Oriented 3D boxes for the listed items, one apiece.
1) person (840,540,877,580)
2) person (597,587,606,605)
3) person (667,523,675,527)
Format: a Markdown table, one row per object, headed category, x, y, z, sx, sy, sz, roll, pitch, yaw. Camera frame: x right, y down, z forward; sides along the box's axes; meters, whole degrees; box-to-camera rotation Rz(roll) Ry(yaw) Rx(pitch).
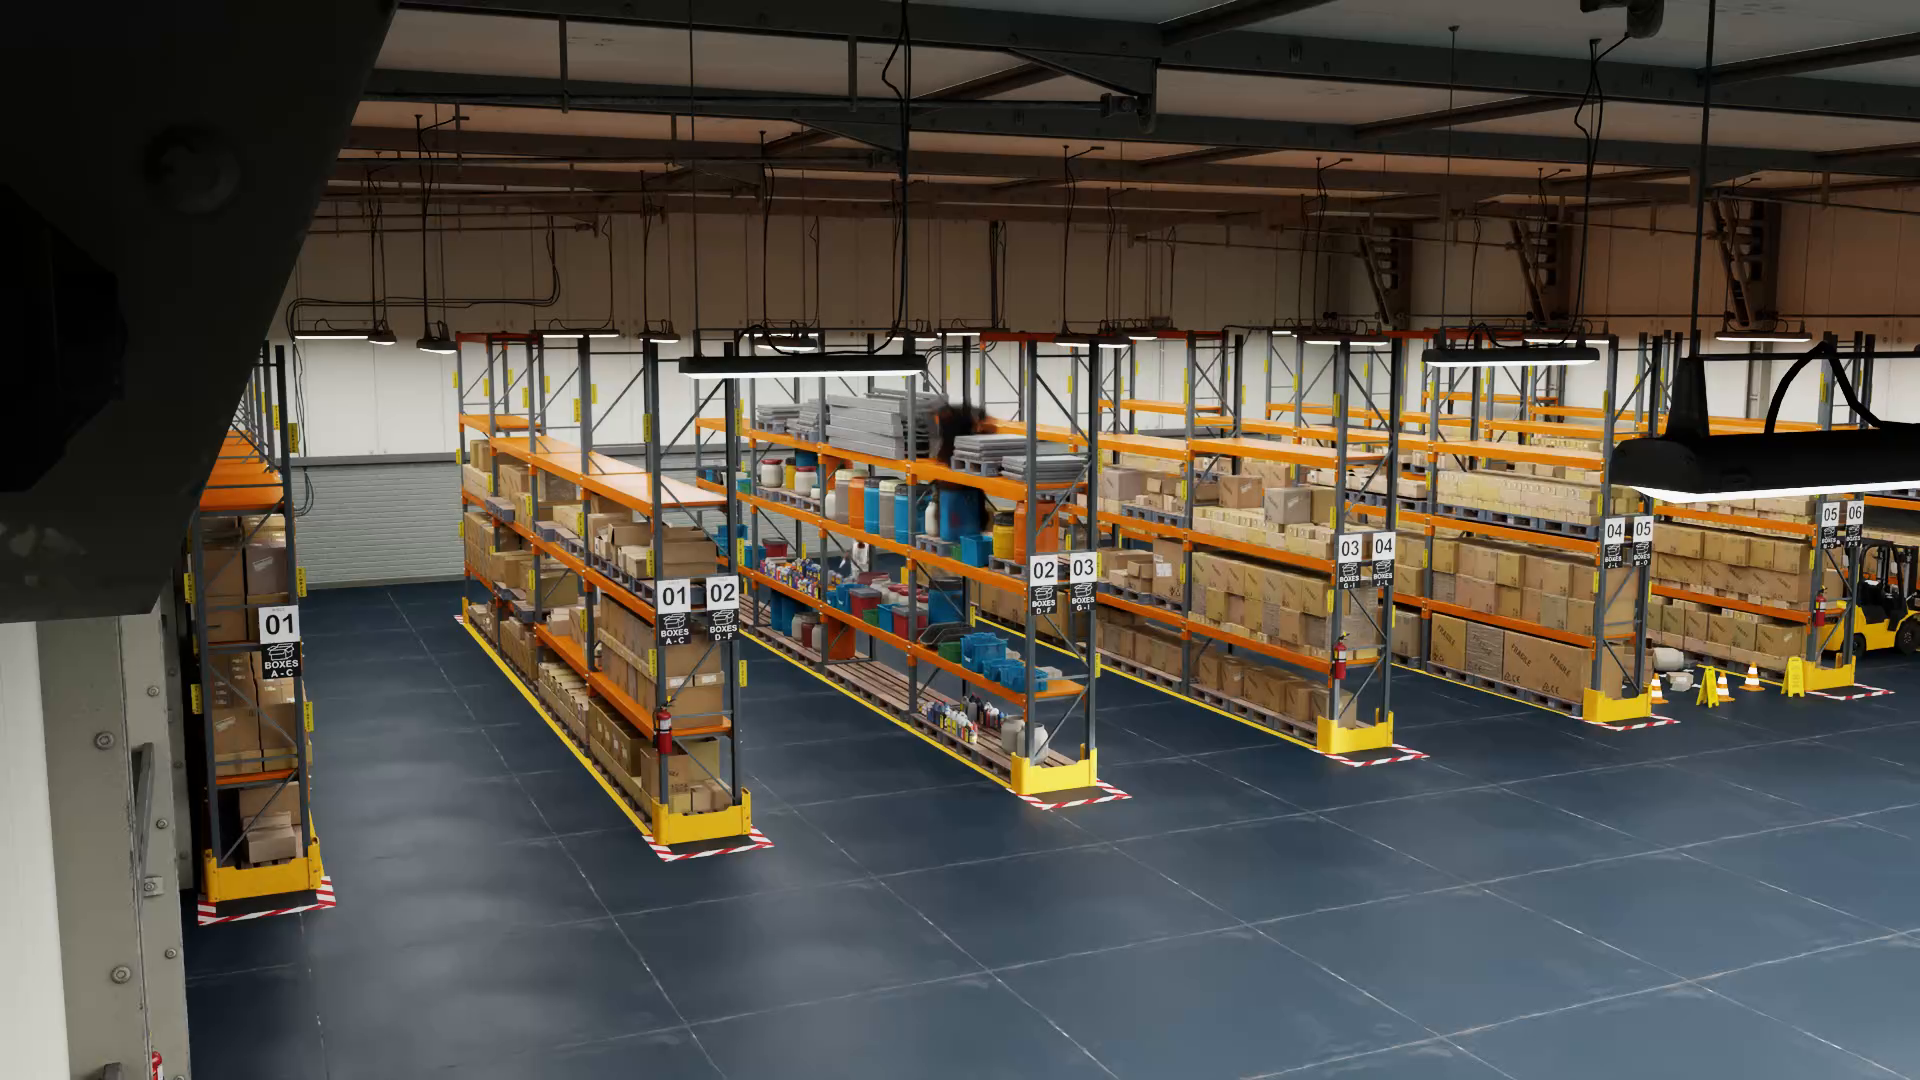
| category | x | y | z | sx | sy | sz | roll | pitch | yaw |
| --- | --- | --- | --- | --- | --- | --- | --- | --- | --- |
| person | -2.203 | 0.649 | 36.104 | 0.811 | 1.722 | 0.691 | 0 | 8 | 1 |
| person | -7.442 | 0.891 | 34.111 | 0.694 | 1.723 | 0.666 | -6 | 10 | -36 |
| person | -6.705 | 0.441 | 37.568 | 0.951 | 1.645 | 0.680 | -2 | 8 | -15 |
